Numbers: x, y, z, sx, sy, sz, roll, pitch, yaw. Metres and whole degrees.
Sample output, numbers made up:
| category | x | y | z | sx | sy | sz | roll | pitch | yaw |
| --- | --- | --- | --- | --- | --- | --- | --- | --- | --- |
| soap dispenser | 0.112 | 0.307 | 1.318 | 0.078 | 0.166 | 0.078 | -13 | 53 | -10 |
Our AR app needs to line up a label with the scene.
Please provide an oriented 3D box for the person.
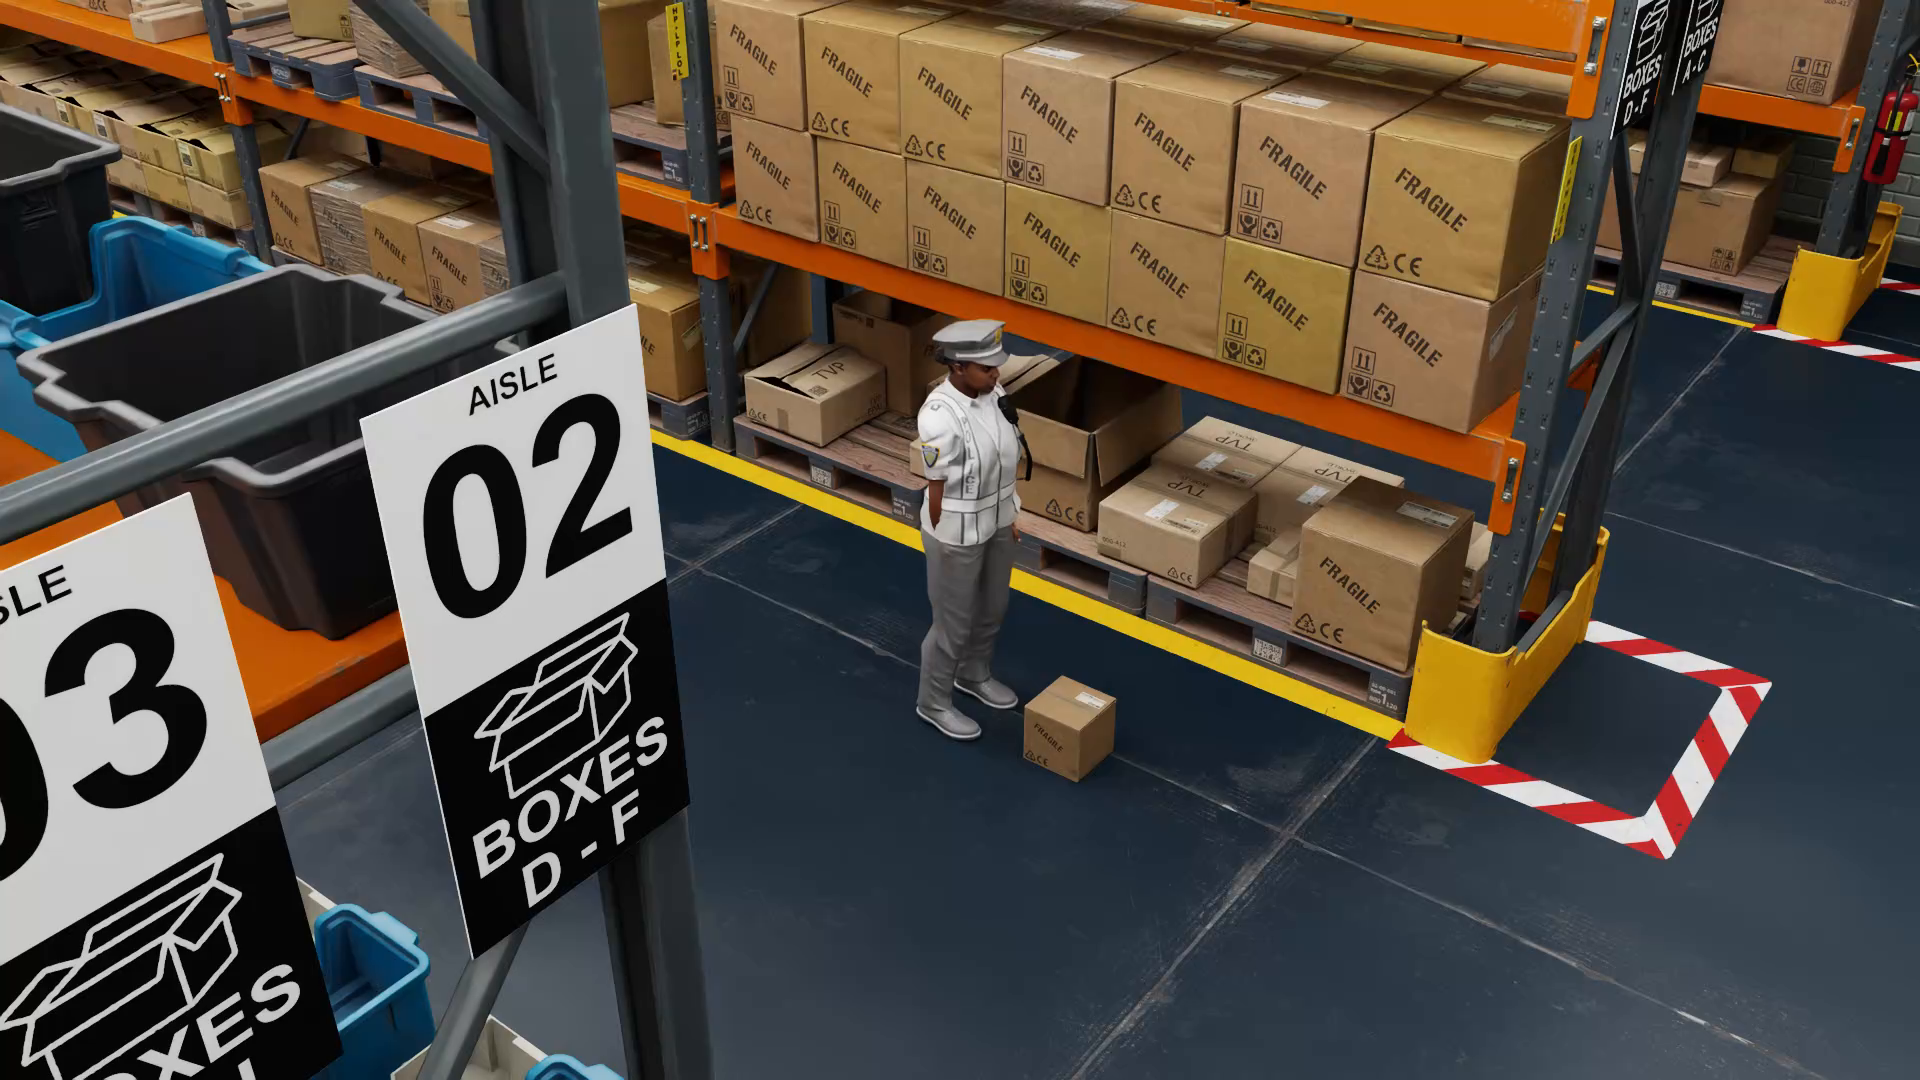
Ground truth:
| category | x | y | z | sx | sy | sz | roll | pitch | yaw |
| --- | --- | --- | --- | --- | --- | --- | --- | --- | --- |
| person | 0.051 | -0.041 | 6.199 | 0.341 | 1.668 | 0.437 | 22 | 38 | 32 |
